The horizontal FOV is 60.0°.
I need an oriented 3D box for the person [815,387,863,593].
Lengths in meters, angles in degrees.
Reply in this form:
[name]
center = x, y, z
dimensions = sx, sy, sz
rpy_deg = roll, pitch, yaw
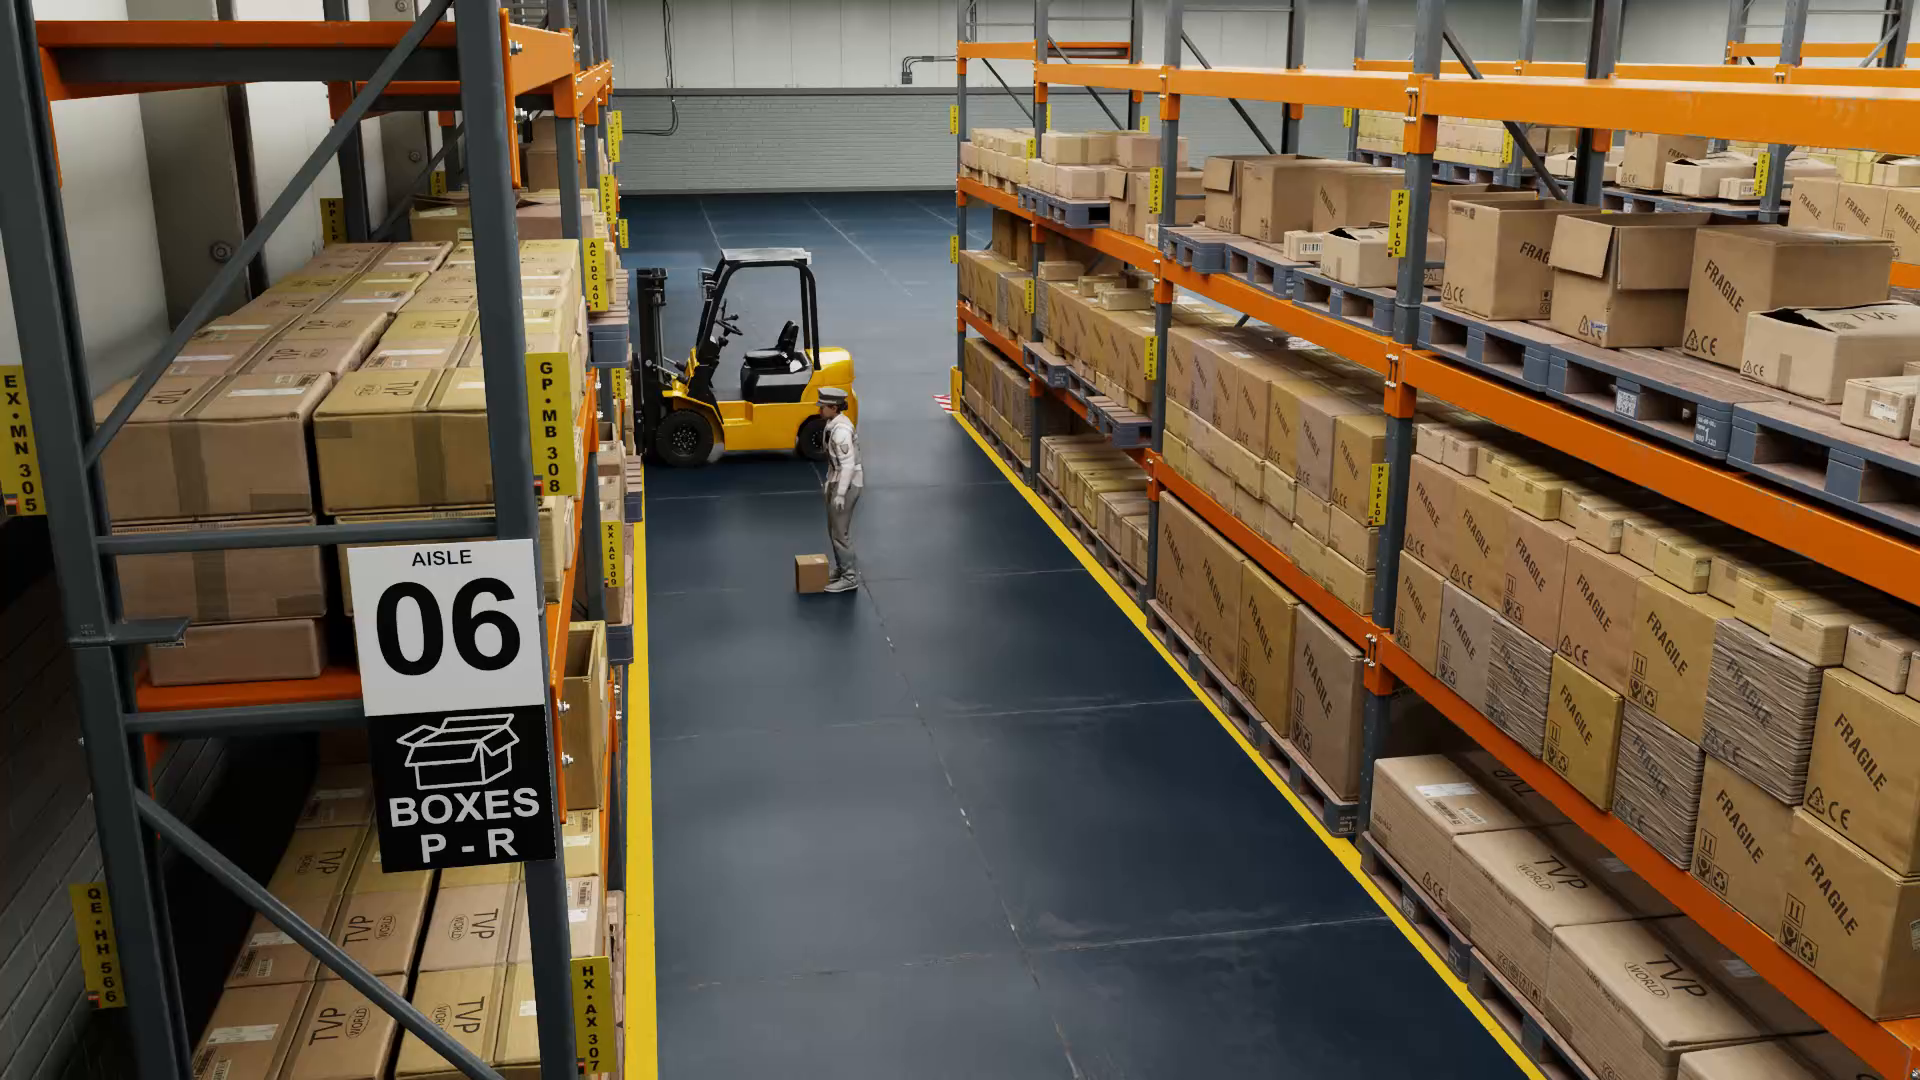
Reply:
[person]
center = -0.972, -0.416, 13.430
dimensions = 0.369, 1.667, 0.546
rpy_deg = -4, 17, -13
